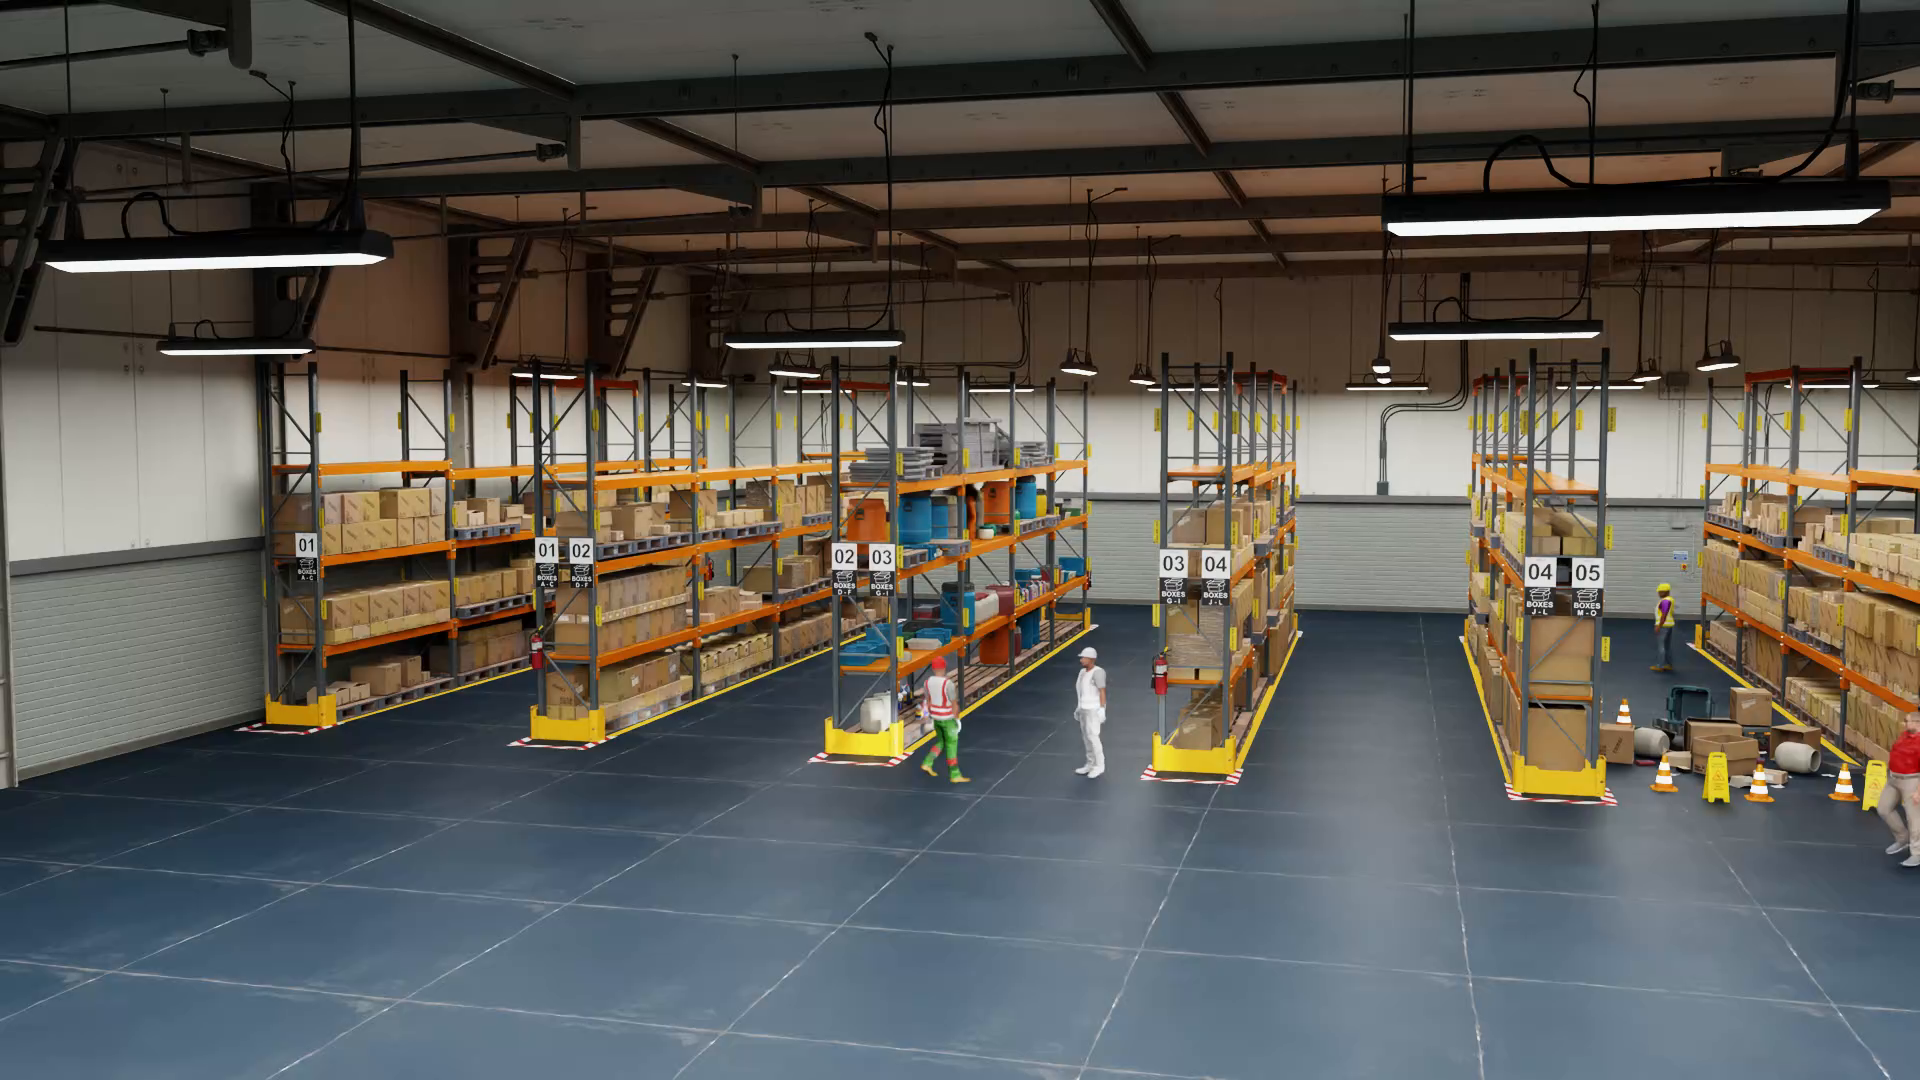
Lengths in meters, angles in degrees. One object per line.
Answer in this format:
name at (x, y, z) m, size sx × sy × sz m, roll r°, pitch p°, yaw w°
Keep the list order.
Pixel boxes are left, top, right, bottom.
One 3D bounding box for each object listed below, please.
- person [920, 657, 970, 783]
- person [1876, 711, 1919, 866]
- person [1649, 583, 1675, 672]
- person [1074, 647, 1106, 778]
person at (-0.210, 2.498, 23.201) m, size 0.607 × 1.783 × 0.625 m, roll -3°, pitch 5°, yaw -36°
person at (10.816, 2.805, 18.977) m, size 0.485 × 1.743 × 0.642 m, roll -1°, pitch 4°, yaw -14°
person at (14.204, 1.762, 33.605) m, size 0.417 × 1.778 × 0.652 m, roll 4°, pitch 6°, yaw 44°
person at (1.840, 2.451, 23.749) m, size 0.392 × 1.829 × 0.611 m, roll -2°, pitch 4°, yaw -24°
